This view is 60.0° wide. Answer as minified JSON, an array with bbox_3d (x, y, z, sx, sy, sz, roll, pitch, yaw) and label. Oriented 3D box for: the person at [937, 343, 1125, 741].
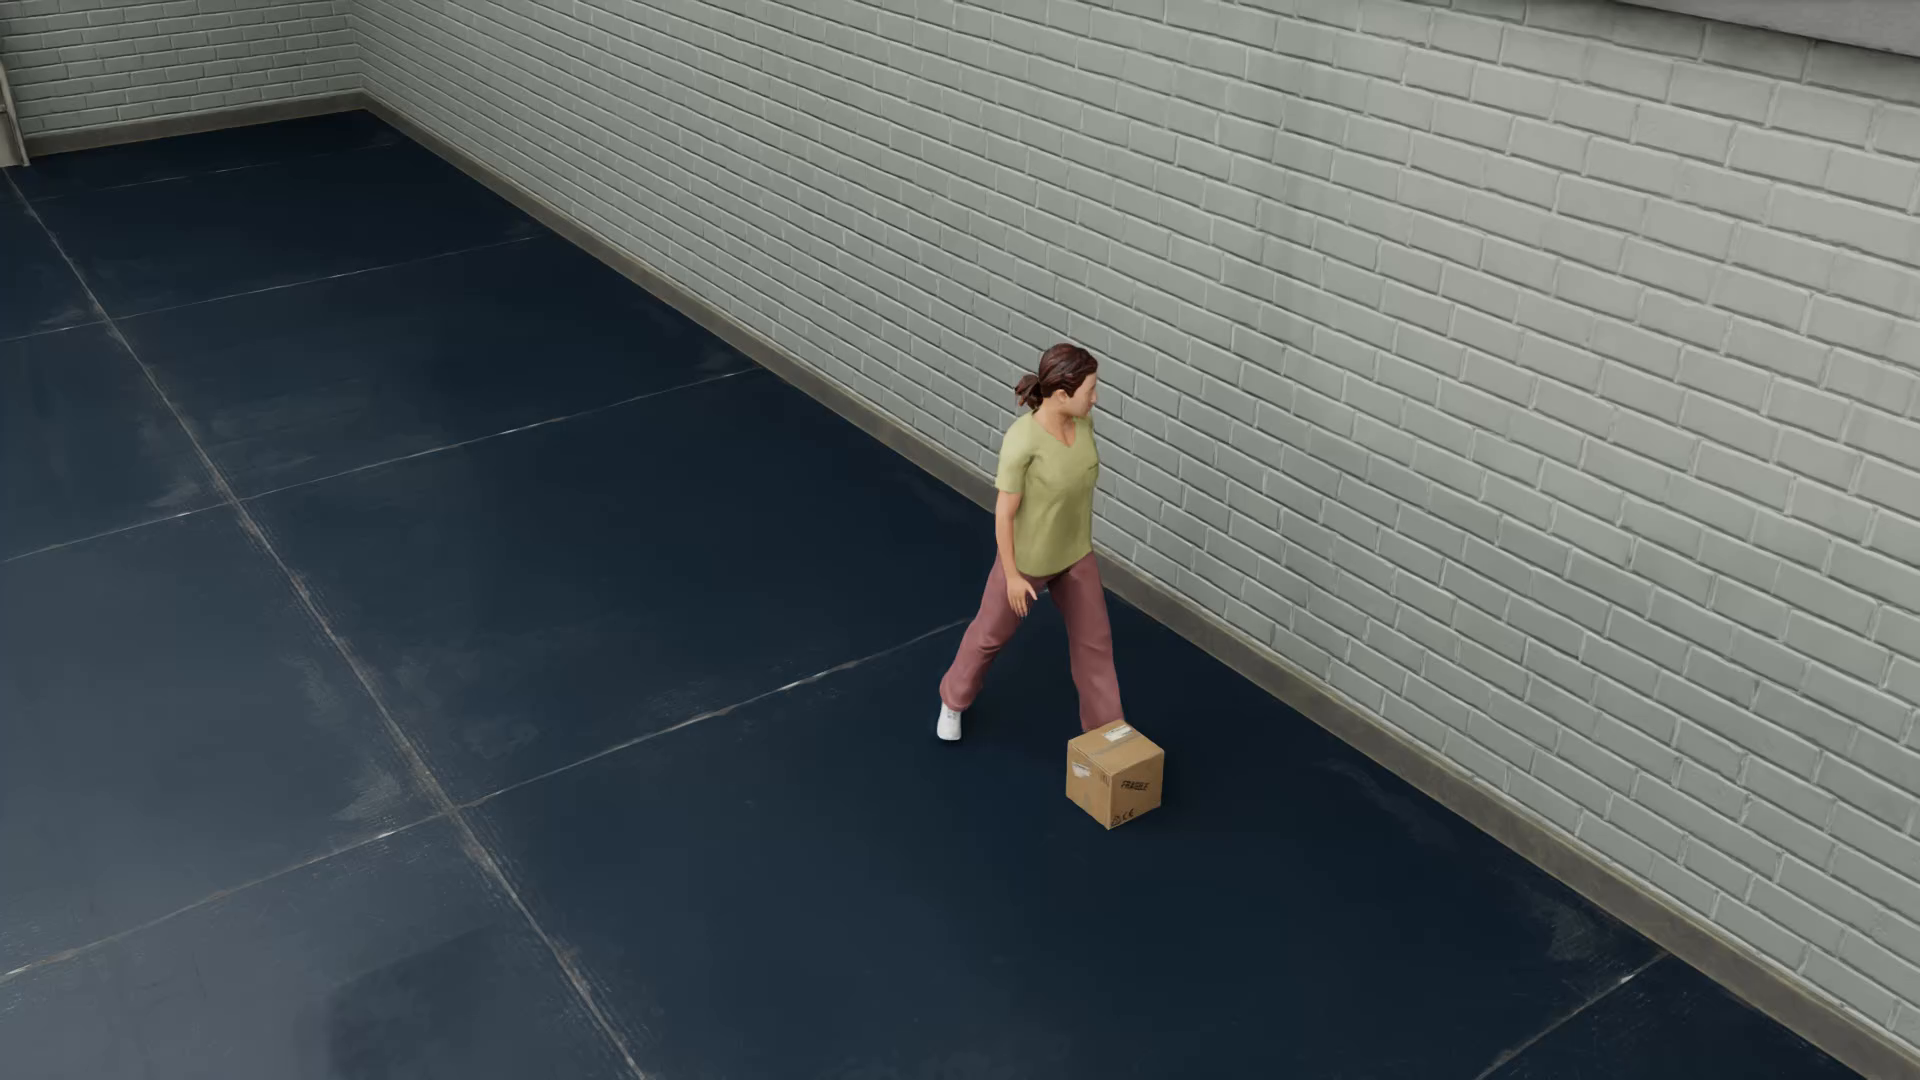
[{"bbox_3d":[0.284,0.073,6.010,0.583,1.655,0.831,-20,34,-32],"label":"person"}]
